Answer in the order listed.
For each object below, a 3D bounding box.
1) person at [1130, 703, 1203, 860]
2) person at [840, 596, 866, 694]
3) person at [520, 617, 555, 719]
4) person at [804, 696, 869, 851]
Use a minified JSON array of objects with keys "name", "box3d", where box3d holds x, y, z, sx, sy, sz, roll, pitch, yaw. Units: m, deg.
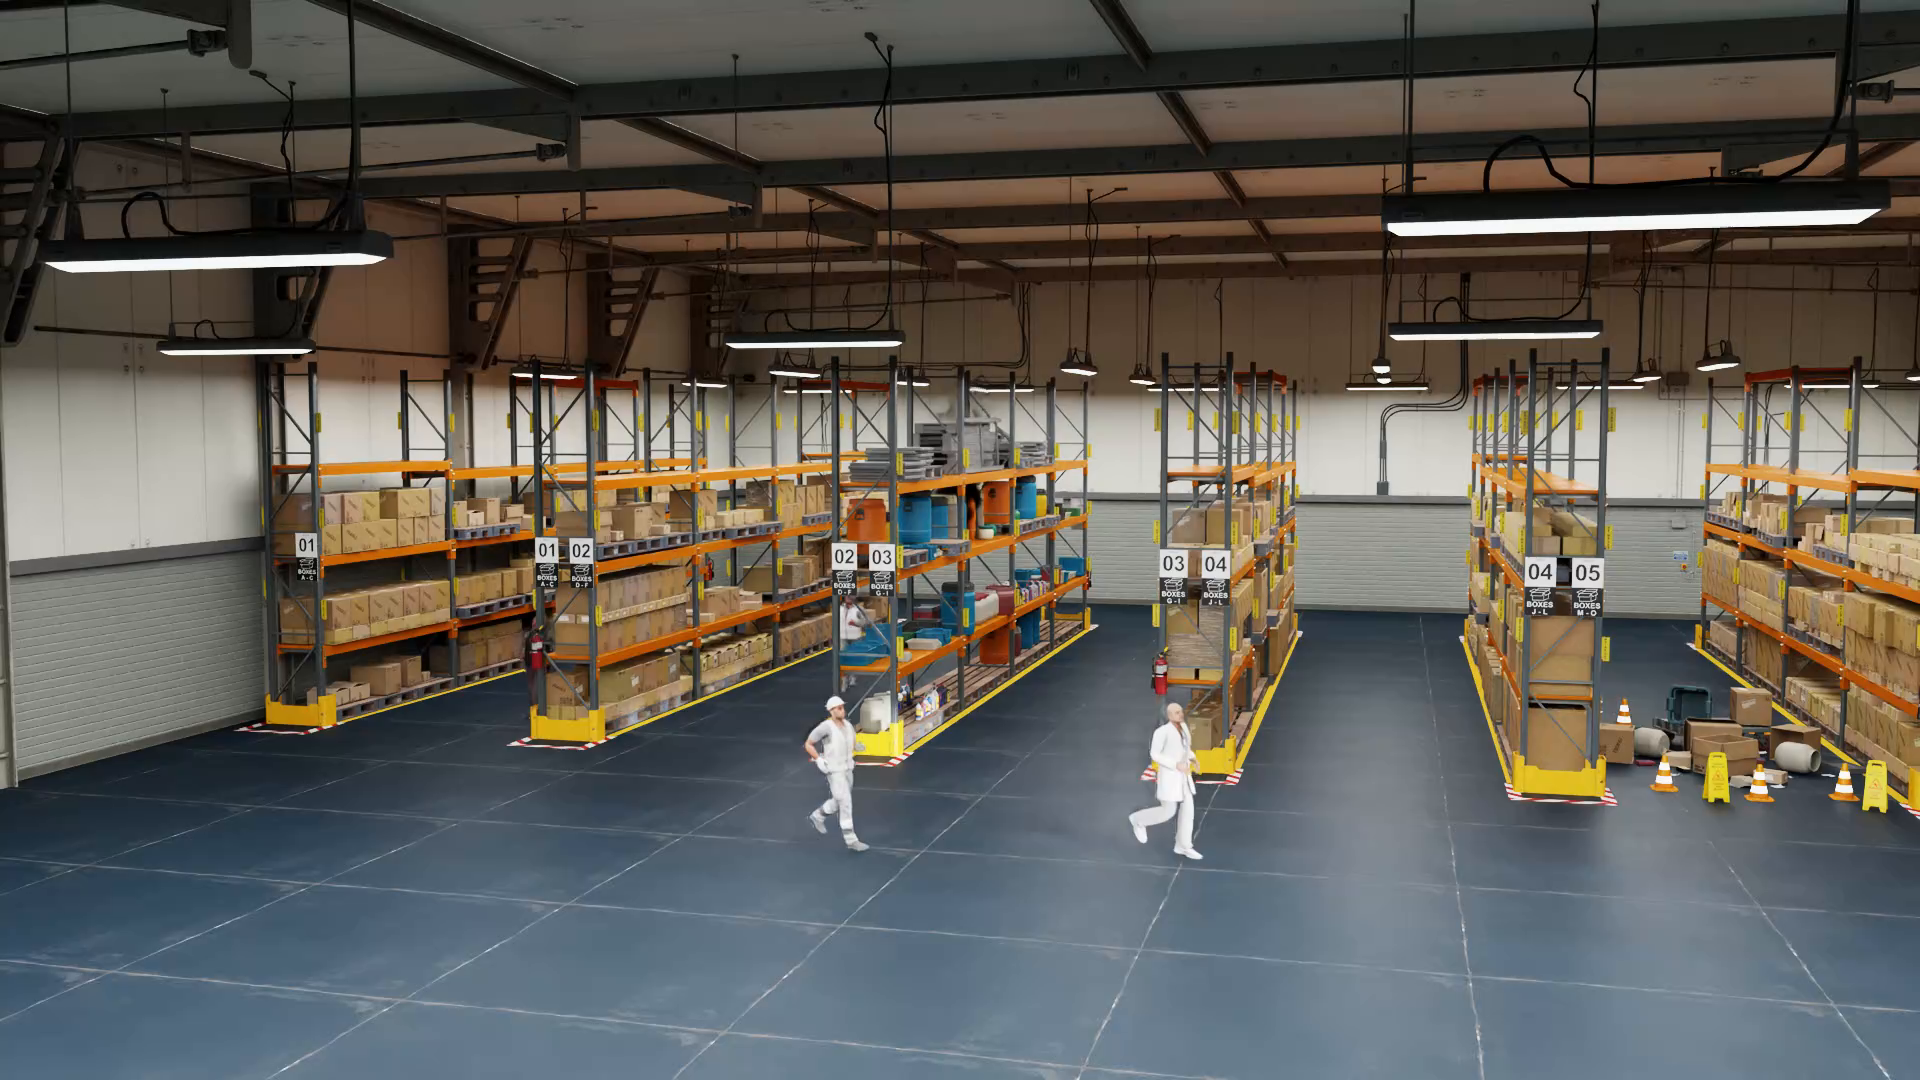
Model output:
[{"name":"person","box3d":[2.446,2.773,19.354,0.718,1.781,0.934,-4,6,-44]},{"name":"person","box3d":[-1.986,1.789,29.453,0.638,1.869,0.679,1,4,9]},{"name":"person","box3d":[-7.196,2.158,28.360,0.676,1.689,0.971,1,4,12]},{"name":"person","box3d":[-1.426,2.720,19.565,0.944,1.764,0.644,3,5,36]}]
